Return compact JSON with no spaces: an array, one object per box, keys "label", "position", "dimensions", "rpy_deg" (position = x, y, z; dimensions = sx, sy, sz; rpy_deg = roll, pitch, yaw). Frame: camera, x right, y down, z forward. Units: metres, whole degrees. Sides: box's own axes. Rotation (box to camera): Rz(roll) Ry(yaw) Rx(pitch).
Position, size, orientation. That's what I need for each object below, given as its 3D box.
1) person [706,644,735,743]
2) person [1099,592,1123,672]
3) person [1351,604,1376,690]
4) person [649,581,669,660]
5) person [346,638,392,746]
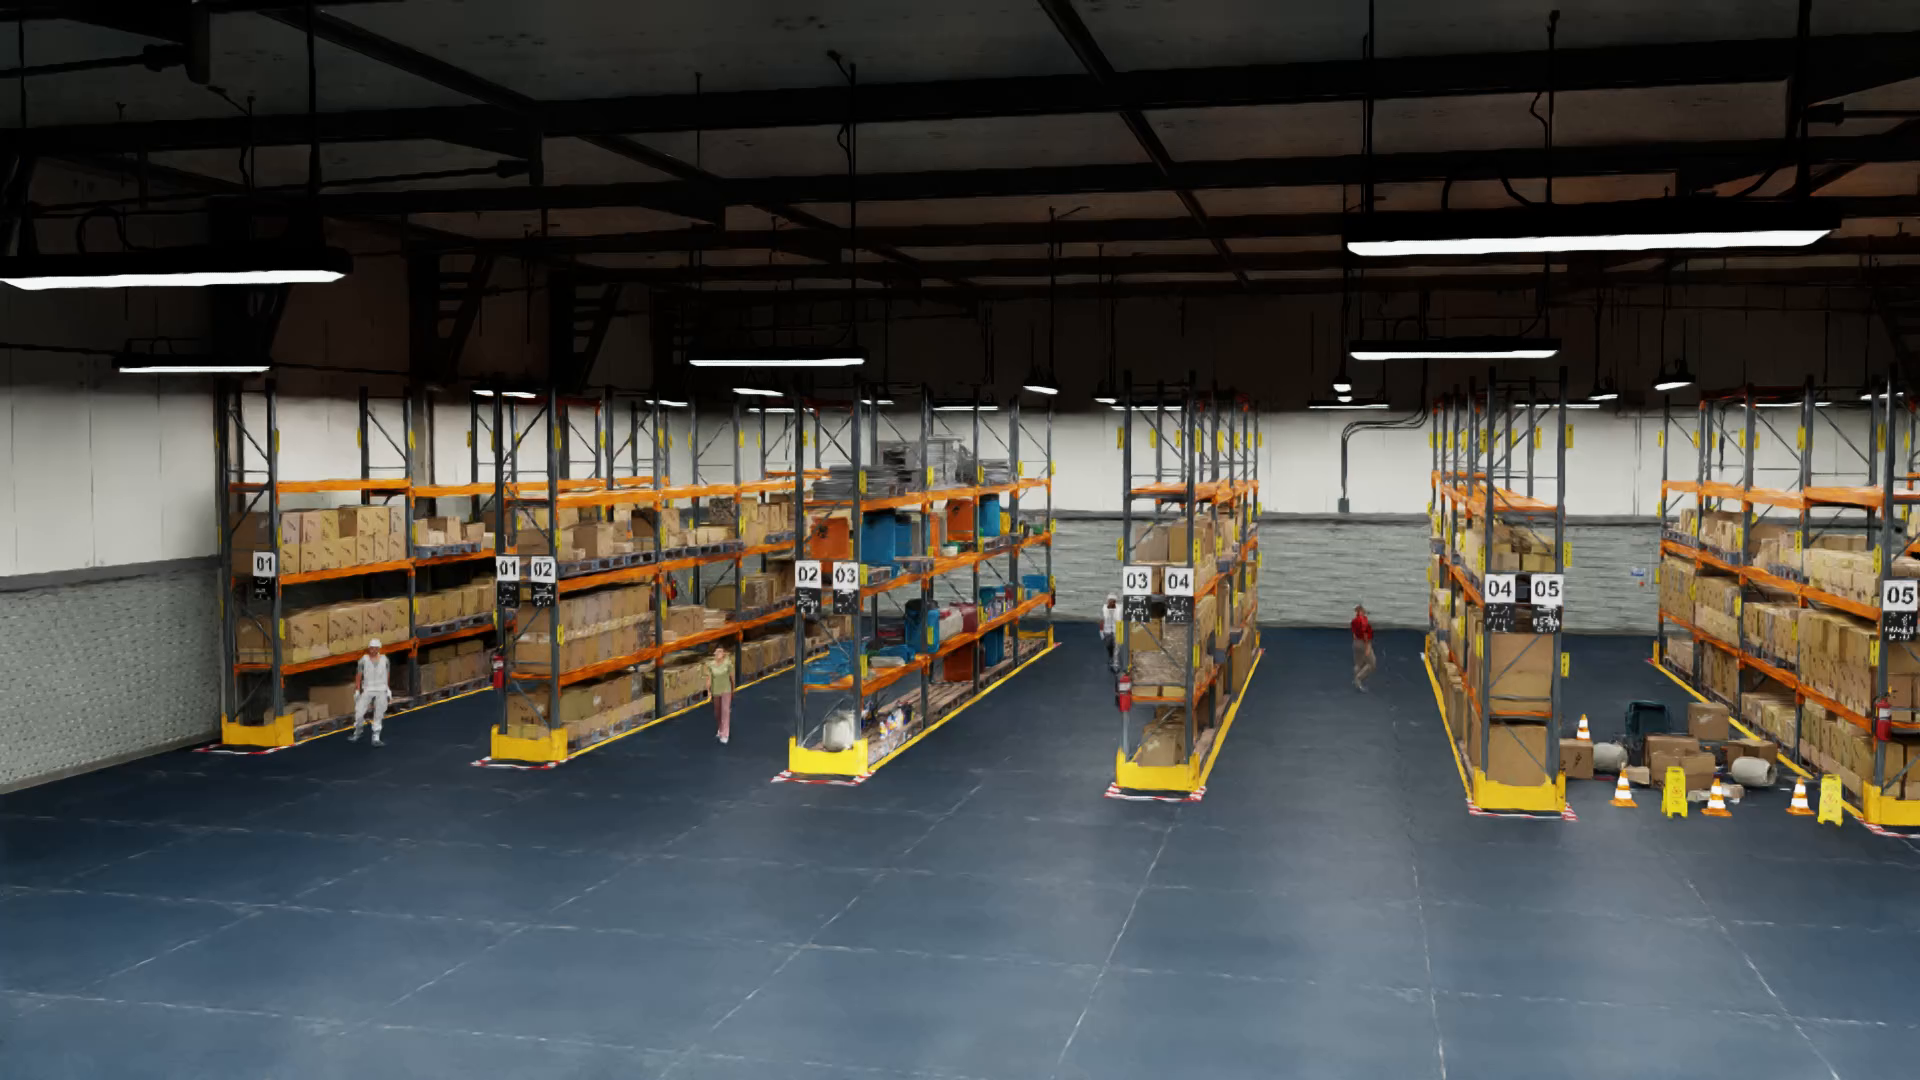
[{"label":"person","position":[-3.994,2.584,27.628],"dimensions":[0.446,1.490,1.016],"rpy_deg":[0,3,5]},{"label":"person","position":[3.296,1.974,36.038],"dimensions":[0.566,1.706,1.122],"rpy_deg":[1,4,16]},{"label":"person","position":[8.018,2.146,33.216],"dimensions":[0.450,1.723,0.589],"rpy_deg":[-1,4,-16]},{"label":"person","position":[-6.910,1.821,37.894],"dimensions":[0.522,1.787,0.652],"rpy_deg":[0,3,-7]},{"label":"person","position":[-9.671,2.475,27.216],"dimensions":[0.715,1.777,0.530],"rpy_deg":[-2,4,-25]}]
